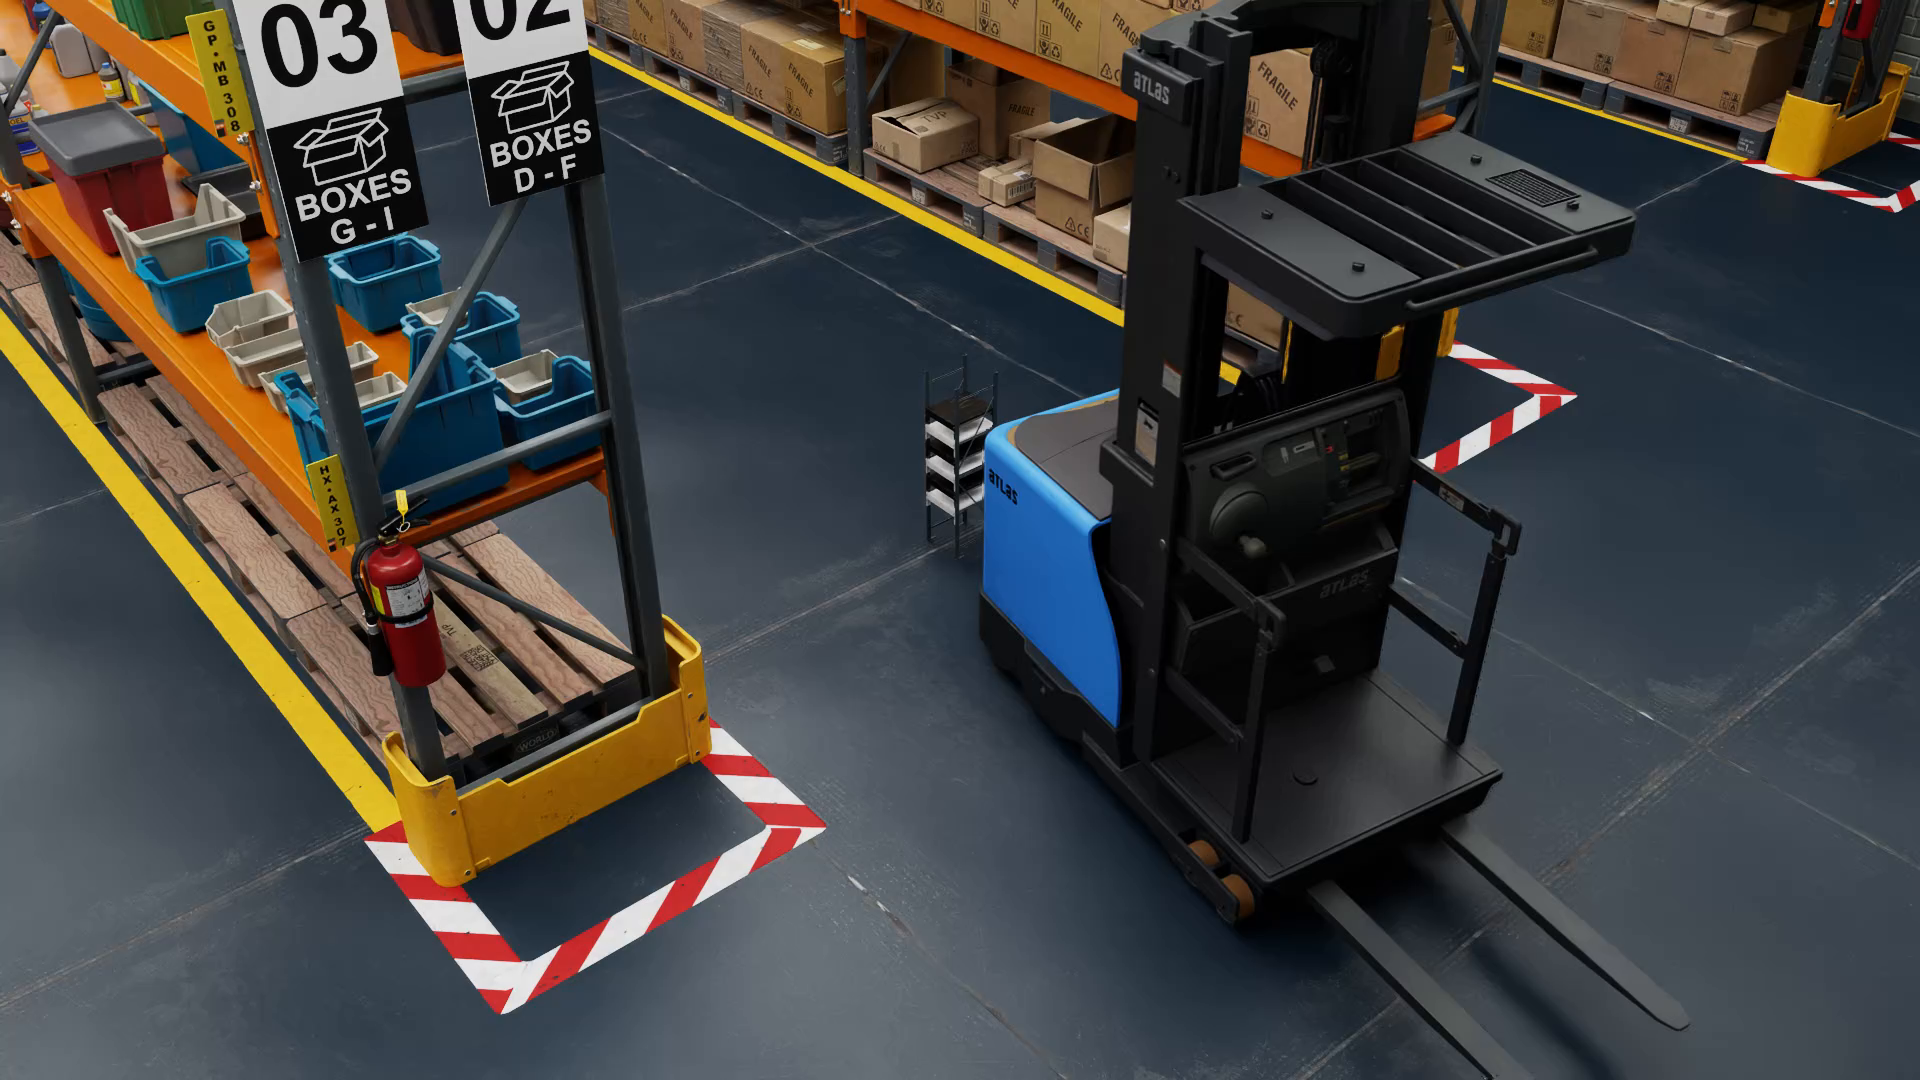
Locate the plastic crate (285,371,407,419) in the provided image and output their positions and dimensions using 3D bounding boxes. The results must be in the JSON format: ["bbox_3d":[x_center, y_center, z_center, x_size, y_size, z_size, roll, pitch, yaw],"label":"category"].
[{"bbox_3d":[-2.202,-0.466,5.989,0.396,0.136,0.243,-26,43,-32],"label":"plastic crate"}]

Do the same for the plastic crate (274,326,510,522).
[{"bbox_3d":[-1.896,-0.374,5.600,0.616,0.435,0.499,-26,43,-32],"label":"plastic crate"}]

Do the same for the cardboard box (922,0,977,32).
[{"bbox_3d":[0.122,-3.358,9.810,0.500,0.500,0.500,-25,42,-31],"label":"cardboard box"}]

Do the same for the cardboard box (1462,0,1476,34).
[{"bbox_3d":[4.176,-4.278,12.994,0.700,0.500,0.500,-26,43,-32],"label":"cardboard box"}]

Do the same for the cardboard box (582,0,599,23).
[{"bbox_3d":[-2.838,-4.487,13.272,0.500,0.500,0.500,-24,42,-30],"label":"cardboard box"}]

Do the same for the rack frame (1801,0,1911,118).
[{"bbox_3d":[6.031,-3.952,10.735,1.000,3.000,0.127,-26,43,-32],"label":"rack frame"}]

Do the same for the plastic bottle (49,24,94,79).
[{"bbox_3d":[-4.840,-2.671,9.033,0.152,0.276,0.135,-26,43,-32],"label":"plastic bottle"}]

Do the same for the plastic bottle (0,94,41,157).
[{"bbox_3d":[-4.620,-2.026,8.122,0.152,0.276,0.135,-26,43,-32],"label":"plastic bottle"}]

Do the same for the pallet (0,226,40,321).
[{"bbox_3d":[-5.376,-1.780,10.081,1.003,0.211,1.213,-26,43,-32],"label":"pallet"}]

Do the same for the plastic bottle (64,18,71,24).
[{"bbox_3d":[-4.873,-2.830,9.258,0.152,0.276,0.135,-26,43,-32],"label":"plastic bottle"}]

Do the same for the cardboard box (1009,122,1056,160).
[{"bbox_3d":[0.540,-2.596,10.906,0.380,0.149,0.250,-26,43,-32],"label":"cardboard box"}]

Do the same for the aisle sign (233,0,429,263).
[{"bbox_3d":[-1.714,-1.177,4.567,0.394,0.787,0.004,-26,43,-32],"label":"aisle sign"}]

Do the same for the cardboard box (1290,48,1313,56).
[{"bbox_3d":[1.752,-2.646,7.938,0.500,0.500,0.500,-26,43,-32],"label":"cardboard box"}]

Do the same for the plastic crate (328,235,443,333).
[{"bbox_3d":[-2.295,-1.026,6.697,0.416,0.233,0.300,-26,43,-32],"label":"plastic crate"}]

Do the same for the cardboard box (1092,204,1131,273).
[{"bbox_3d":[1.120,-1.739,9.608,0.500,0.250,0.500,-26,43,-32],"label":"cardboard box"}]

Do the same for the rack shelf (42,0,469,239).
[{"bbox_3d":[-2.828,-2.070,6.105,1.077,0.370,4.000,-26,43,-32],"label":"rack shelf"}]

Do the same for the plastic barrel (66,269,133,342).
[{"bbox_3d":[-4.456,-1.585,8.844,0.600,0.901,0.708,-26,43,-32],"label":"plastic barrel"}]

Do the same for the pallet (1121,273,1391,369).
[{"bbox_3d":[1.685,-1.350,9.474,1.003,0.211,1.213,-26,43,-32],"label":"pallet"}]

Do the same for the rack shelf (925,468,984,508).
[{"bbox_3d":[0.005,-0.263,7.556,0.258,0.077,0.200,-26,43,-32],"label":"rack shelf"}]

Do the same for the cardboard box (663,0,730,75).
[{"bbox_3d":[-1.835,-3.806,12.311,0.500,0.500,0.500,-28,44,-33],"label":"cardboard box"}]

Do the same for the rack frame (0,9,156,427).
[{"bbox_3d":[-4.118,-2.023,8.011,1.000,3.000,0.127,-26,43,-32],"label":"rack frame"}]

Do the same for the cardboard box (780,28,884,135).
[{"bbox_3d":[-0.869,-3.139,11.369,0.500,0.500,0.500,-26,43,-32],"label":"cardboard box"}]

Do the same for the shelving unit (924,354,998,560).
[{"bbox_3d":[0.005,-0.364,7.485,0.258,0.900,0.210,-26,43,-32],"label":"shelving unit"}]

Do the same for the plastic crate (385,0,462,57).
[{"bbox_3d":[-1.573,-1.702,5.075,0.497,0.269,0.590,-26,43,-32],"label":"plastic crate"}]

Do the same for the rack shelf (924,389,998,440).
[{"bbox_3d":[0.005,-0.557,7.348,0.258,0.077,0.200,-26,43,-32],"label":"rack shelf"}]

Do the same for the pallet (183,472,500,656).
[{"bbox_3d":[-2.823,-0.036,7.618,1.003,0.211,1.213,-26,43,-32],"label":"pallet"}]

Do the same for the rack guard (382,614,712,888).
[{"bbox_3d":[-1.512,0.769,6.232,1.175,0.500,0.348,-26,43,-32],"label":"rack guard"}]

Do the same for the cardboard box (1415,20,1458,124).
[{"bbox_3d":[2.164,-2.438,8.510,0.500,0.500,0.500,-25,42,-31],"label":"cardboard box"}]

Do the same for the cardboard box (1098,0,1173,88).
[{"bbox_3d":[1.097,-2.690,8.866,0.500,0.500,0.500,-26,43,-31],"label":"cardboard box"}]

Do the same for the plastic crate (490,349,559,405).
[{"bbox_3d":[-1.589,-0.578,6.147,0.250,0.136,0.298,-26,43,-32],"label":"plastic crate"}]

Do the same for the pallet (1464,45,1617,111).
[{"bbox_3d":[4.672,-3.676,12.758,1.003,0.211,1.213,-26,43,-32],"label":"pallet"}]

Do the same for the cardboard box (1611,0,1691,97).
[{"bbox_3d":[5.180,-3.596,12.031,0.700,0.500,0.500,-26,43,-32],"label":"cardboard box"}]

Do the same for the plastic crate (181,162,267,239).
[{"bbox_3d":[-3.191,-1.541,7.517,0.437,0.125,0.590,-26,43,-32],"label":"plastic crate"}]

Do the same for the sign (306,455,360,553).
[{"bbox_3d":[-1.947,-0.111,5.170,0.100,0.325,0.005,-26,43,-32],"label":"sign"}]

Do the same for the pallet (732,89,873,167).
[{"bbox_3d":[-0.886,-3.076,11.910,1.003,0.211,1.213,-26,43,-32],"label":"pallet"}]

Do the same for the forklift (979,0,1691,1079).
[{"bbox_3d":[1.252,-0.158,5.437,1.130,2.935,3.031,-18,39,-24],"label":"forklift"}]

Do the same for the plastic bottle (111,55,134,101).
[{"bbox_3d":[-4.362,-2.480,8.764,0.152,0.276,0.135,-26,43,-32],"label":"plastic bottle"}]

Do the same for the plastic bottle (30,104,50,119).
[{"bbox_3d":[-4.536,-2.050,8.221,0.097,0.201,0.097,0,35,0],"label":"plastic bottle"}]

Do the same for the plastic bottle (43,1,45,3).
[{"bbox_3d":[-5.216,-3.054,9.568,0.061,0.283,0.133,-26,43,-32],"label":"plastic bottle"}]

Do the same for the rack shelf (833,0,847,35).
[{"bbox_3d":[-1.623,-4.458,12.072,1.077,0.370,4.000,-26,43,-32],"label":"rack shelf"}]

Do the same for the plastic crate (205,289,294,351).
[{"bbox_3d":[-2.781,-0.837,6.513,0.298,0.136,0.250,-26,43,-32],"label":"plastic crate"}]

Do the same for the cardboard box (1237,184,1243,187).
[{"bbox_3d":[1.470,-1.948,9.903,0.500,0.250,0.500,-26,43,-32],"label":"cardboard box"}]

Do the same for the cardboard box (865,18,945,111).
[{"bbox_3d":[-0.458,-3.333,11.642,0.500,0.500,0.500,-28,44,-34],"label":"cardboard box"}]
